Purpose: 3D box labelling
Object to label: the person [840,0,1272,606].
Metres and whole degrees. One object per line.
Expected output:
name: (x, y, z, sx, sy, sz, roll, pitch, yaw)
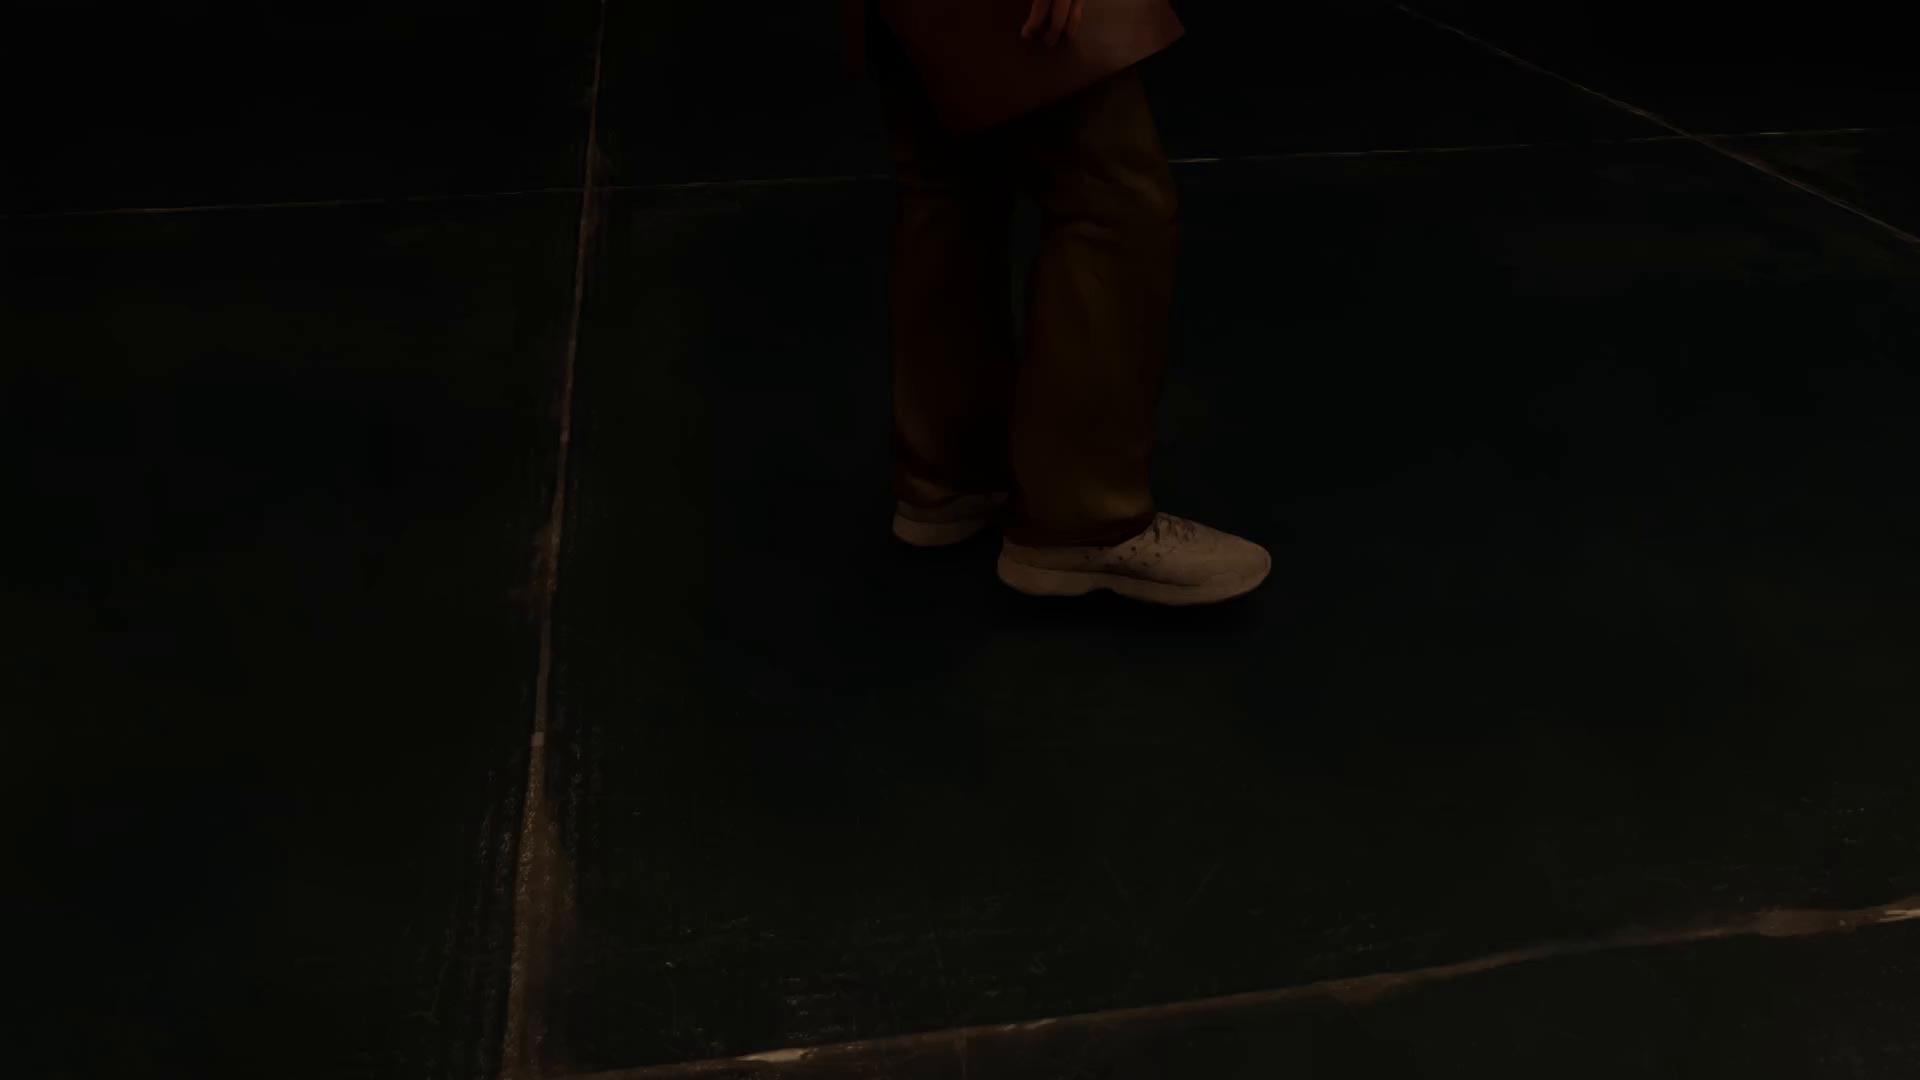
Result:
person: (0.089, -0.797, 2.089, 0.586, 1.774, 0.694, -5, 28, -9)
